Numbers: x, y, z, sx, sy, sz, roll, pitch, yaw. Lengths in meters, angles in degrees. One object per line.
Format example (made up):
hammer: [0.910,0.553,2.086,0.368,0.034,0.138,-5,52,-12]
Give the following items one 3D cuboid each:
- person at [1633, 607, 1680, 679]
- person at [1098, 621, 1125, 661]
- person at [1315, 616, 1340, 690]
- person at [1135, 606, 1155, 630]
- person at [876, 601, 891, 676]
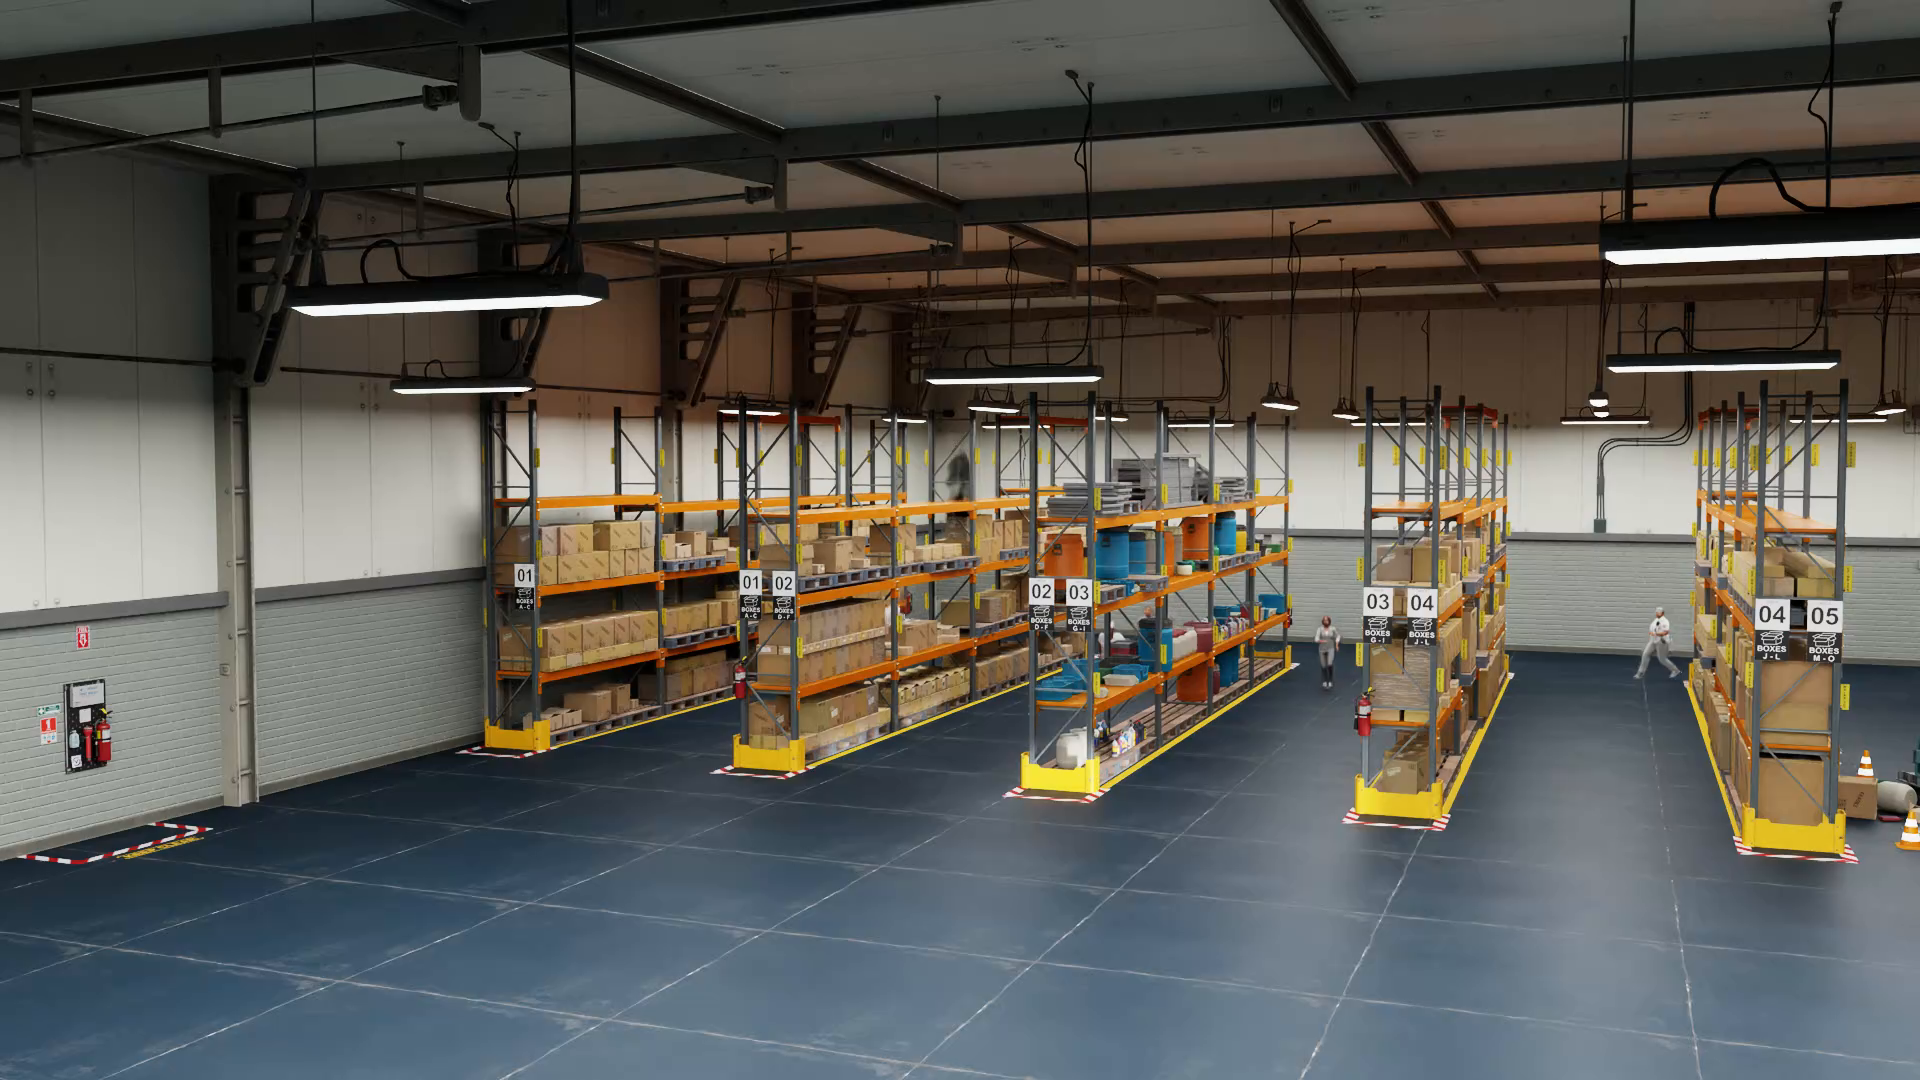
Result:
person: [15.741,2.334,37.458,0.926,1.666,0.630,0,3,-7]
person: [3.058,2.472,33.768,0.663,1.695,0.692,1,3,23]
person: [7.918,2.432,35.883,0.509,1.604,0.667,1,3,18]
person: [4.298,2.324,37.889,0.627,1.685,0.936,1,3,12]
person: [-1.758,2.236,38.486,0.705,1.772,0.836,1,3,23]
